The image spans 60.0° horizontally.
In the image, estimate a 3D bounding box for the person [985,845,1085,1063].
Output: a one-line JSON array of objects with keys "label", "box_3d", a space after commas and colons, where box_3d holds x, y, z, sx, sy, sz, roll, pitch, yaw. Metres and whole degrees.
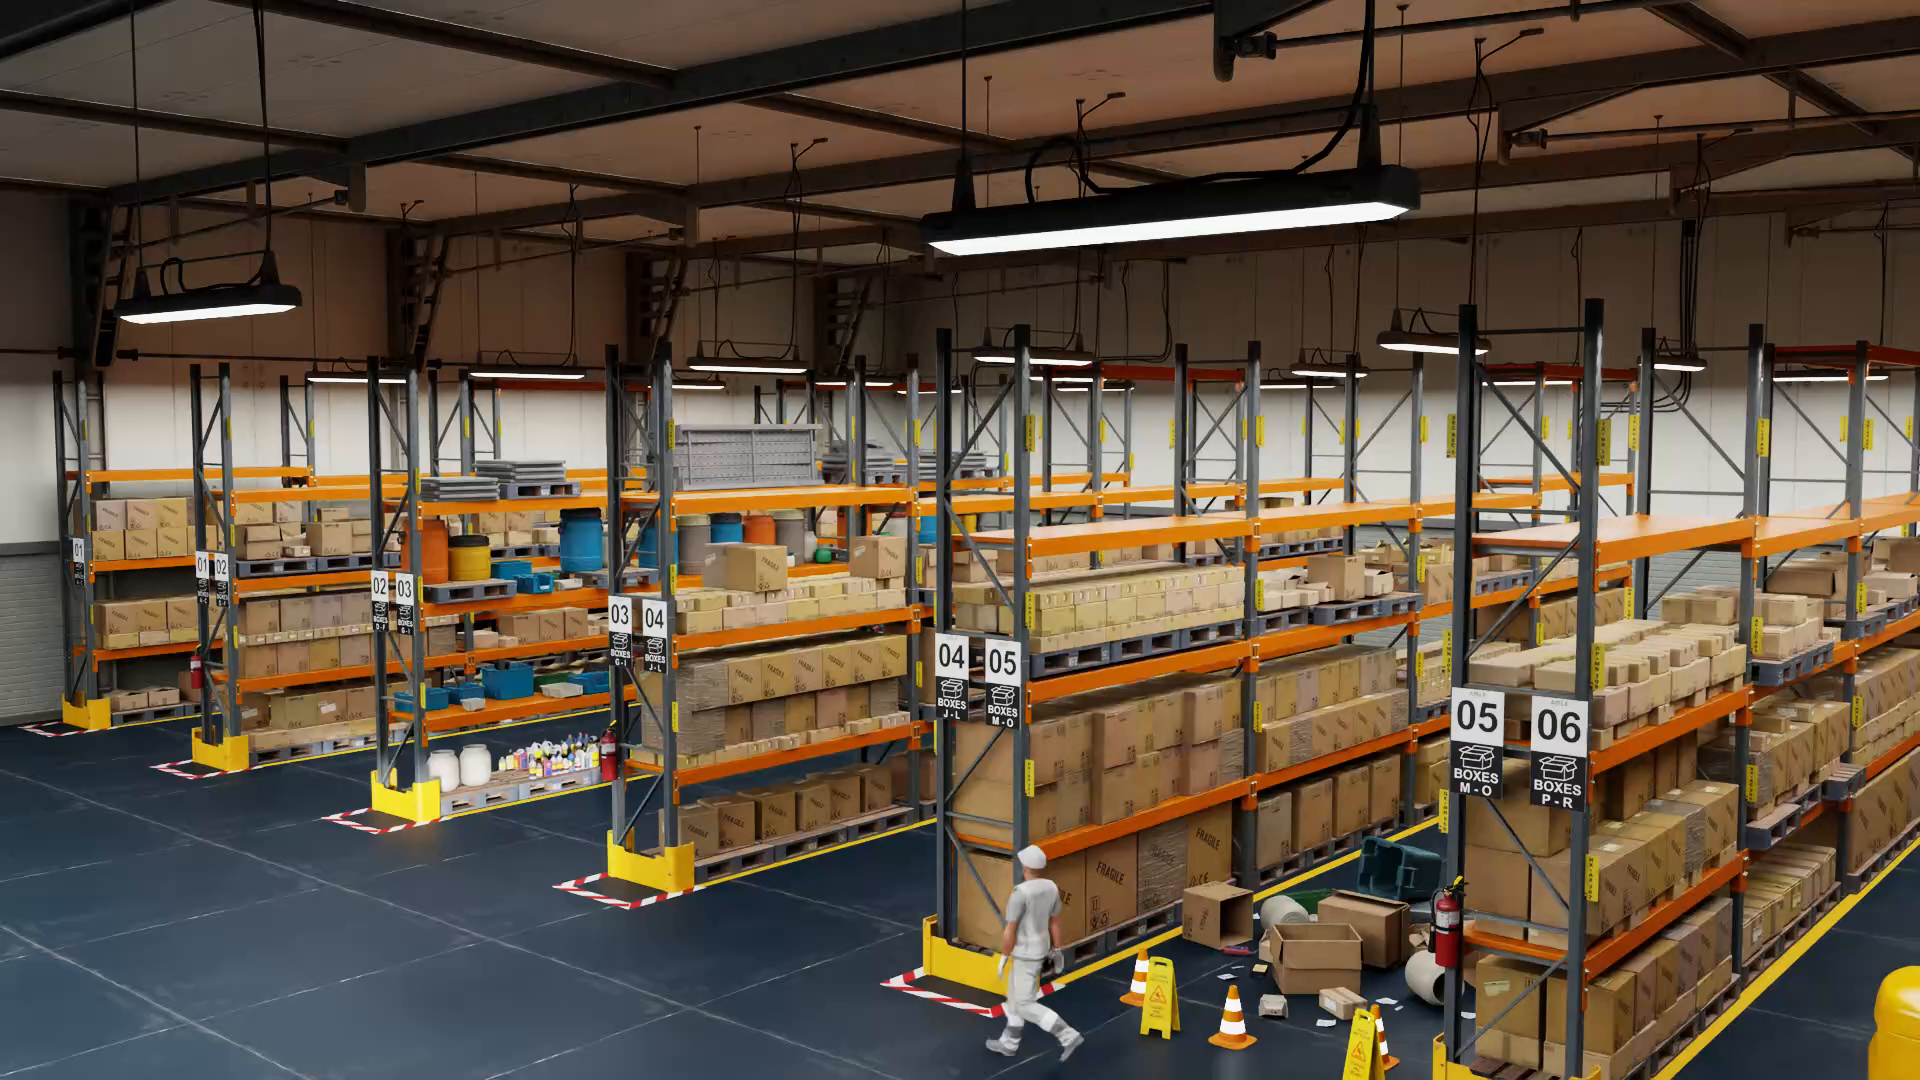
[{"label": "person", "box_3d": [0.583, 3.324, 13.306, 0.905, 1.773, 0.496, 1, 4, 19]}]

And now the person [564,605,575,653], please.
[{"label": "person", "box_3d": [-7.522, 2.045, 31.989, 0.327, 1.593, 0.444, -1, 4, -15]}]
